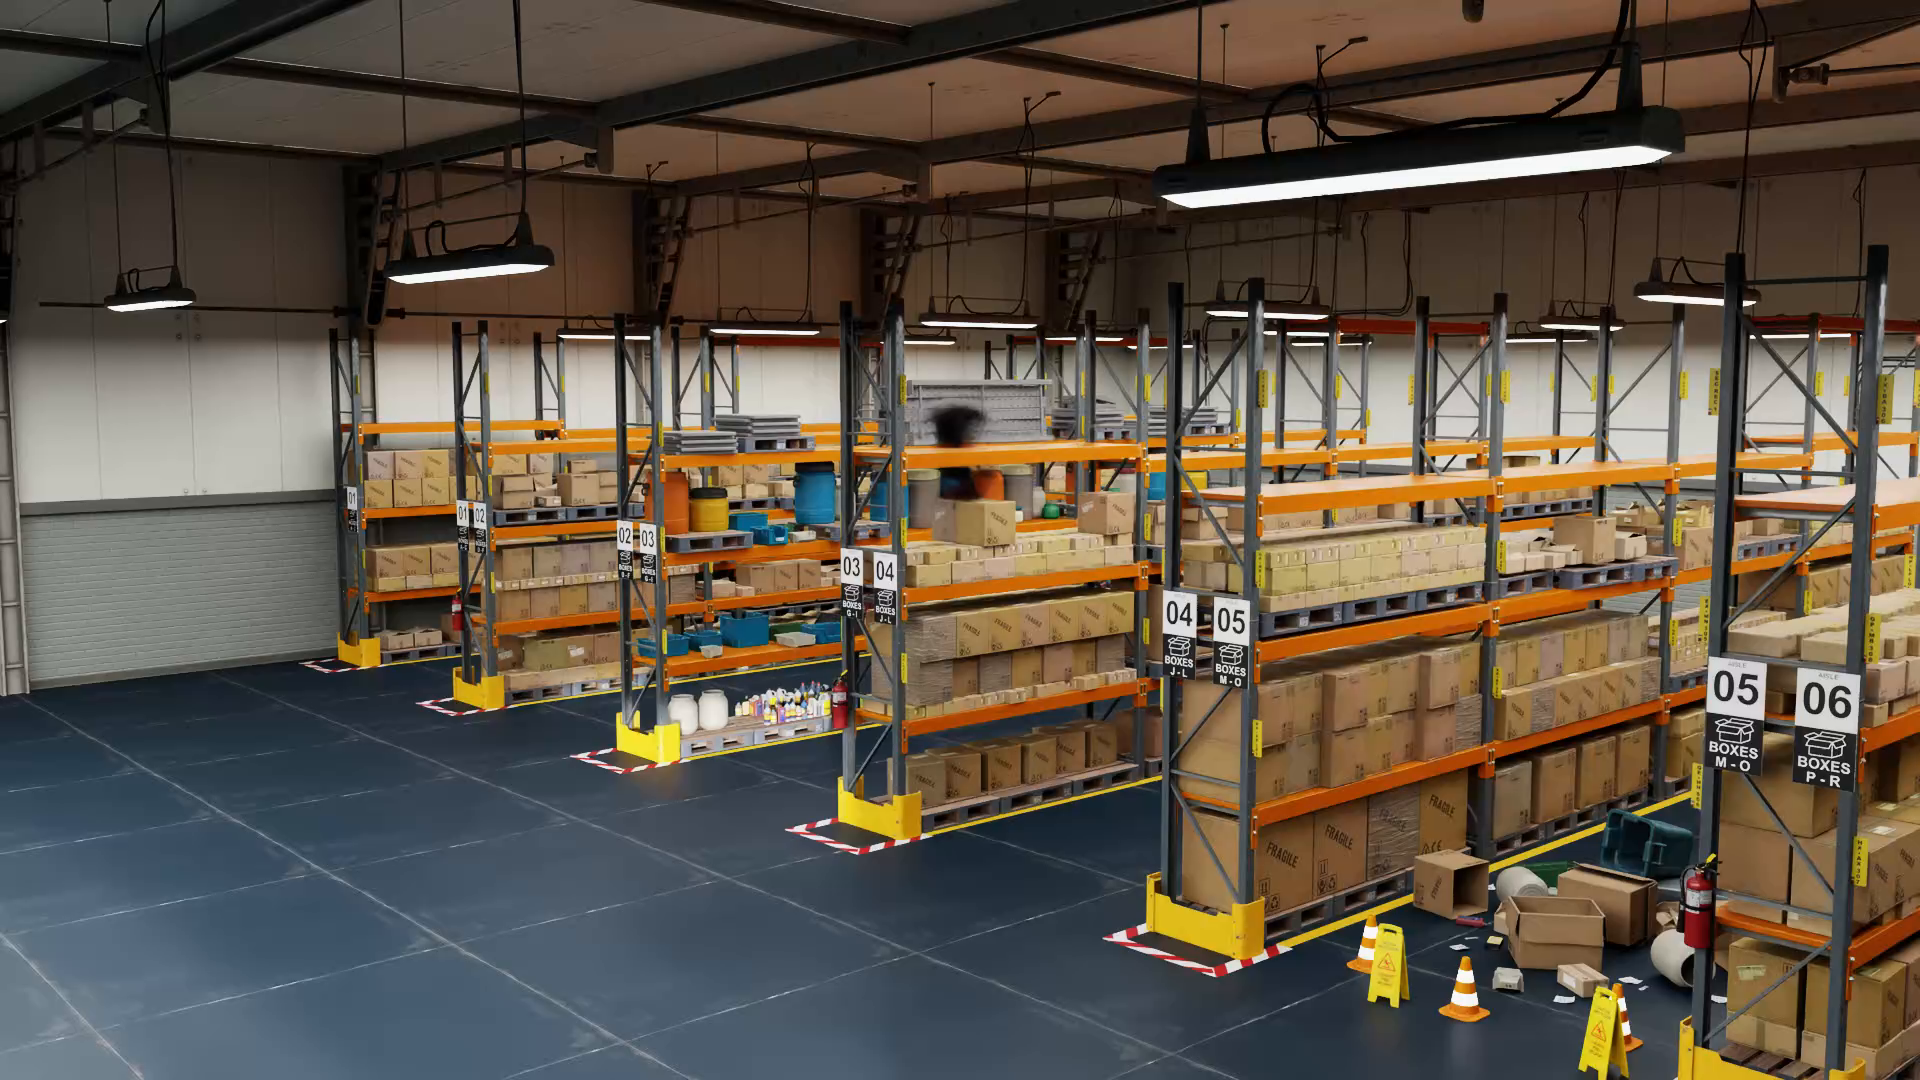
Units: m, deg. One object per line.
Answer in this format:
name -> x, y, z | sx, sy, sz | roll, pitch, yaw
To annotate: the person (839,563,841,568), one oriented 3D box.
person -> -2.255, 0.957, 34.747 | 0.570, 1.562, 0.807 | 4, 7, 32
